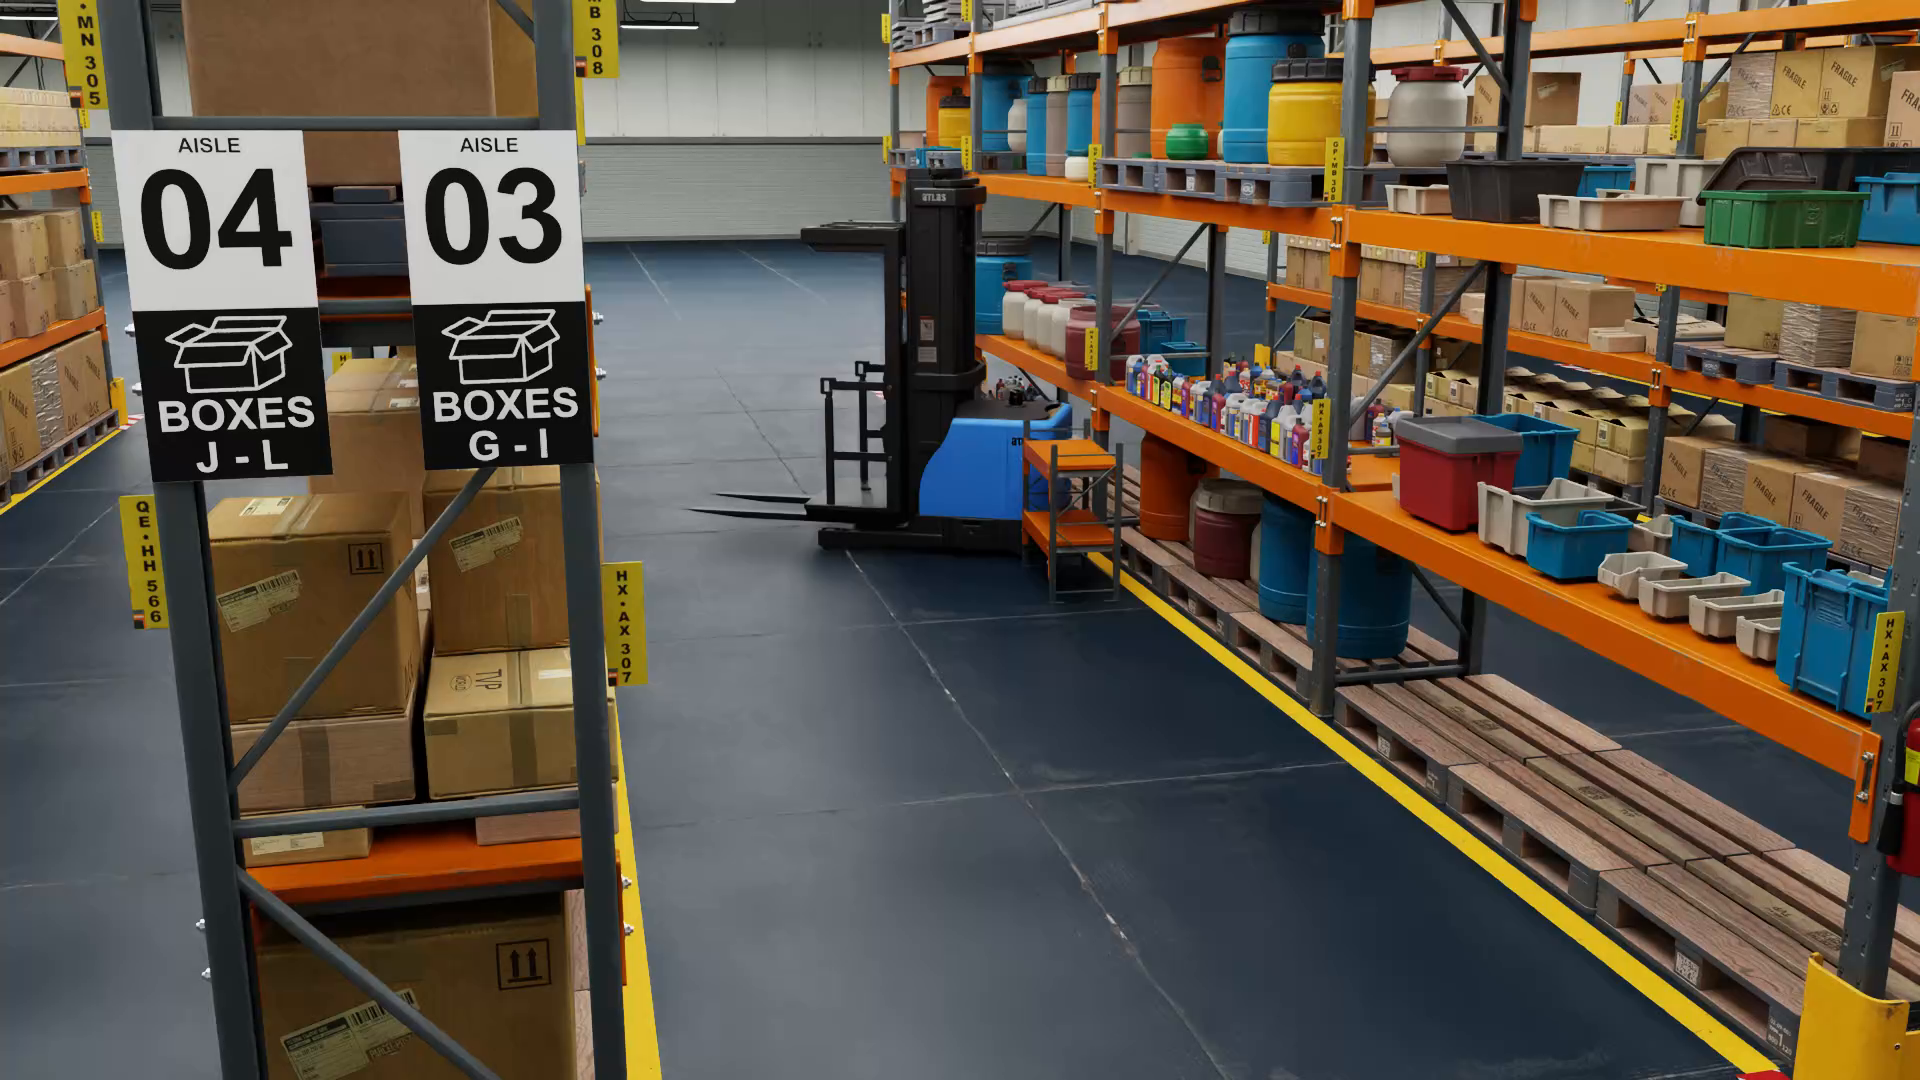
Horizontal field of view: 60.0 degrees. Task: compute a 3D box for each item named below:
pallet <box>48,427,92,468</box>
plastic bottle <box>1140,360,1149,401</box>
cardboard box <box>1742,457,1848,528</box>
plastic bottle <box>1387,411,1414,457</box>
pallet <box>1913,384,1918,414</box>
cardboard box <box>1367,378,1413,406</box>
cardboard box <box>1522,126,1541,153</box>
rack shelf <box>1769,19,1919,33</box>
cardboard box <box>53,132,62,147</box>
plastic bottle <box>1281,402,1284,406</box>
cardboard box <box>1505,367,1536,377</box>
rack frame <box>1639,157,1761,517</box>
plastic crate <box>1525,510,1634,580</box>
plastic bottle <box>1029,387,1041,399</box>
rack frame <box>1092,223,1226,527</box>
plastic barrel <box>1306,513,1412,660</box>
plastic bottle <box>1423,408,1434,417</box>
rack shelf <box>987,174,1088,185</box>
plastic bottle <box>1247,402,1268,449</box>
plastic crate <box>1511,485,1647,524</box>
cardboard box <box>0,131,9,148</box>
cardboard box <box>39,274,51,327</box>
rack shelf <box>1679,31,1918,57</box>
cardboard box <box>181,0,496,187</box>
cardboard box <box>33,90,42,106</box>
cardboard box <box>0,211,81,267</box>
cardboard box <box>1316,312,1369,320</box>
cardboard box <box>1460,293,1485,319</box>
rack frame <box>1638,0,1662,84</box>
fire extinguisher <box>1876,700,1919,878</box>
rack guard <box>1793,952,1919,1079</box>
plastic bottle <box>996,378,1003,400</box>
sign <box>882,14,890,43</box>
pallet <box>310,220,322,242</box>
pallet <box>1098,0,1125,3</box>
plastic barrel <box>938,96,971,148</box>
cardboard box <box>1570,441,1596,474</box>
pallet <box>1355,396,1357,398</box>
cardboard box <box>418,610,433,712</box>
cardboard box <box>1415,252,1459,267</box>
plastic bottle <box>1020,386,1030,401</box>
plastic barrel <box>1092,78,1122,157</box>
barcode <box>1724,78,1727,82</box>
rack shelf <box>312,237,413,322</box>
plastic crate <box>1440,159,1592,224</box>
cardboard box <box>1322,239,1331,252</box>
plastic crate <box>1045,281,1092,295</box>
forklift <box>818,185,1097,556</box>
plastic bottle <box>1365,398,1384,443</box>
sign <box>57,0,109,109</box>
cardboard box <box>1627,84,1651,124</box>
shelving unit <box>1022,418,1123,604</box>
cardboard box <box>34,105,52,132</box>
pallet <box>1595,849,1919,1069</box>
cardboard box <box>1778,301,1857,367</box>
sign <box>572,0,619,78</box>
[{"bbox_3d":[-9.450,-0.918,16.742,1.003,0.211,1.213,-3,14,-13],"label":"pallet"},{"bbox_3d":[1.362,-1.165,12.120,0.061,0.283,0.133,-3,14,-13],"label":"plastic bottle"},{"bbox_3d":[6.428,-0.335,12.818,0.500,0.500,0.500,-3,14,-14],"label":"cardboard box"},{"bbox_3d":[2.657,-0.647,10.017,0.152,0.276,0.135,-3,14,-13],"label":"plastic bottle"},{"bbox_3d":[7.215,-0.867,11.061,1.003,0.211,1.213,-3,14,-13],"label":"pallet"},{"bbox_3d":[4.989,-1.695,18.952,0.500,0.250,0.500,-3,14,-13],"label":"cardboard box"},{"bbox_3d":[5.685,-3.935,16.323,0.500,0.250,0.500,-5,15,-19],"label":"cardboard box"},{"bbox_3d":[6.827,-3.697,11.545,0.919,0.124,3.809,-3,14,-13],"label":"rack shelf"},{"bbox_3d":[-9.411,-4.088,16.954,0.380,0.149,0.250,-3,14,-13],"label":"cardboard box"},{"bbox_3d":[1.987,-0.717,10.314,0.097,0.271,0.097,0,14,0],"label":"plastic bottle"},{"bbox_3d":[5.792,-1.679,17.706,0.500,0.311,0.500,-3,14,-13],"label":"cardboard box"},{"bbox_3d":[6.358,-1.693,14.036,1.000,3.000,0.127,-3,14,-13],"label":"rack frame"},{"bbox_3d":[2.689,0.021,7.249,0.416,0.233,0.300,-3,14,-13],"label":"plastic crate"},{"bbox_3d":[0.816,-1.477,17.806,0.144,0.351,0.185,-3,14,-12],"label":"plastic bottle"},{"bbox_3d":[1.542,-1.418,12.910,1.000,3.000,0.127,-3,14,-13],"label":"rack frame"},{"bbox_3d":[2.370,0.194,9.849,0.600,0.901,0.708,-3,14,-13],"label":"plastic barrel"},{"bbox_3d":[2.704,-0.580,9.583,0.144,0.351,0.185,-3,14,-13],"label":"plastic bottle"},{"bbox_3d":[1.072,-3.082,14.504,0.919,0.124,3.809,-3,14,-13],"label":"rack shelf"},{"bbox_3d":[1.870,-0.708,10.267,0.152,0.276,0.135,-3,14,-13],"label":"plastic bottle"},{"bbox_3d":[3.005,-0.147,8.163,0.437,0.125,0.590,-3,14,-13],"label":"plastic crate"},{"bbox_3d":[-8.990,-3.677,15.271,0.380,0.149,0.250,-4,14,-14],"label":"cardboard box"},{"bbox_3d":[-9.541,-2.342,16.377,0.875,0.550,0.500,-3,14,-13],"label":"cardboard box"},{"bbox_3d":[9.763,-6.012,20.186,0.919,0.124,3.809,-3,14,-13],"label":"rack shelf"},{"bbox_3d":[-9.678,-2.686,5.739,15.158,2.748,8.672,-4,14,-17],"label":"cardboard box"},{"bbox_3d":[-9.289,-4.357,16.374,0.380,0.149,0.250,-3,14,-14],"label":"cardboard box"},{"bbox_3d":[-9.728,-3.122,17.294,0.875,0.550,0.550,-3,14,-13],"label":"cardboard box"},{"bbox_3d":[-3.727,-0.542,13.624,21.017,0.960,12.000,-3,14,-13],"label":"cardboard box"},{"bbox_3d":[5.576,-2.432,17.376,0.500,0.250,0.500,-2,14,-10],"label":"cardboard box"},{"bbox_3d":[9.290,-6.730,22.011,0.949,2.616,0.053,-3,14,-13],"label":"rack frame"},{"bbox_3d":[3.014,0.707,5.163,0.296,0.674,0.183,-3,14,-13],"label":"fire extinguisher"},{"bbox_3d":[3.439,1.647,5.633,1.175,0.500,0.348,-3,14,-13],"label":"rack guard"},{"bbox_3d":[0.450,-1.692,18.831,0.061,0.283,0.133,-3,14,-13],"label":"plastic bottle"},{"bbox_3d":[-7.569,-3.735,16.486,14.822,3.311,3.911,-3,14,-13],"label":"sign"},{"bbox_3d":[-1.868,-1.163,5.733,1.003,0.211,1.213,-3,14,-13],"label":"pallet"},{"bbox_3d":[1.681,-3.878,11.579,1.213,0.211,1.003,-3,14,-13],"label":"pallet"},{"bbox_3d":[0.054,-4.760,18.988,0.600,0.588,0.600,0,14,0],"label":"plastic barrel"},{"bbox_3d":[5.872,-0.788,15.240,0.500,0.250,0.500,-3,14,-14],"label":"cardboard box"},{"bbox_3d":[4.982,-1.729,20.059,1.003,0.211,1.213,-3,14,-13],"label":"pallet"},{"bbox_3d":[-1.884,0.418,5.084,0.500,0.250,0.500,-4,14,-14],"label":"cardboard box"},{"bbox_3d":[5.146,-3.030,17.932,0.380,0.149,0.250,-3,14,-13],"label":"cardboard box"},{"bbox_3d":[0.676,-1.469,17.773,0.144,0.351,0.185,-3,14,-13],"label":"plastic bottle"},{"bbox_3d":[1.406,-3.436,13.945,0.600,0.830,0.708,-3,14,-13],"label":"plastic barrel"},{"bbox_3d":[9.946,-5.962,21.610,0.001,0.075,0.075,-3,14,-13],"label":"barcode"},{"bbox_3d":[-1.863,-0.995,5.812,0.919,0.052,3.809,-3,14,-13],"label":"rack shelf"},{"bbox_3d":[2.507,-1.587,7.557,0.497,0.269,0.590,-3,14,-13],"label":"plastic crate"},{"bbox_3d":[4.606,-3.562,20.107,0.380,0.149,0.250,-4,14,-15],"label":"cardboard box"},{"bbox_3d":[1.014,-2.277,16.292,0.402,0.464,0.583,-3,14,-13],"label":"plastic crate"},{"bbox_3d":[-0.132,-6.408,33.667,10.823,2.843,42.501,3,14,12],"label":"forklift"},{"bbox_3d":[2.601,-0.752,10.429,0.061,0.283,0.133,-3,14,-13],"label":"plastic bottle"},{"bbox_3d":[-1.924,-1.118,3.663,0.100,0.325,0.005,-3,14,-13],"label":"sign"},{"bbox_3d":[9.147,-5.714,21.816,0.500,0.500,0.500,-4,14,-17],"label":"cardboard box"},{"bbox_3d":[-10.376,-3.632,15.652,21.321,6.000,12.942,-2,14,-8],"label":"shelving unit"},{"bbox_3d":[-9.376,-4.187,16.517,0.500,0.250,0.500,-3,14,-14],"label":"cardboard box"},{"bbox_3d":[3.265,1.590,6.474,1.003,0.211,1.213,-3,14,-13],"label":"pallet"},{"bbox_3d":[6.644,-1.585,12.498,0.700,0.500,0.500,-1,14,-3],"label":"cardboard box"},{"bbox_3d":[-0.853,-1.246,3.877,0.100,0.325,0.005,-3,14,-13],"label":"sign"}]
